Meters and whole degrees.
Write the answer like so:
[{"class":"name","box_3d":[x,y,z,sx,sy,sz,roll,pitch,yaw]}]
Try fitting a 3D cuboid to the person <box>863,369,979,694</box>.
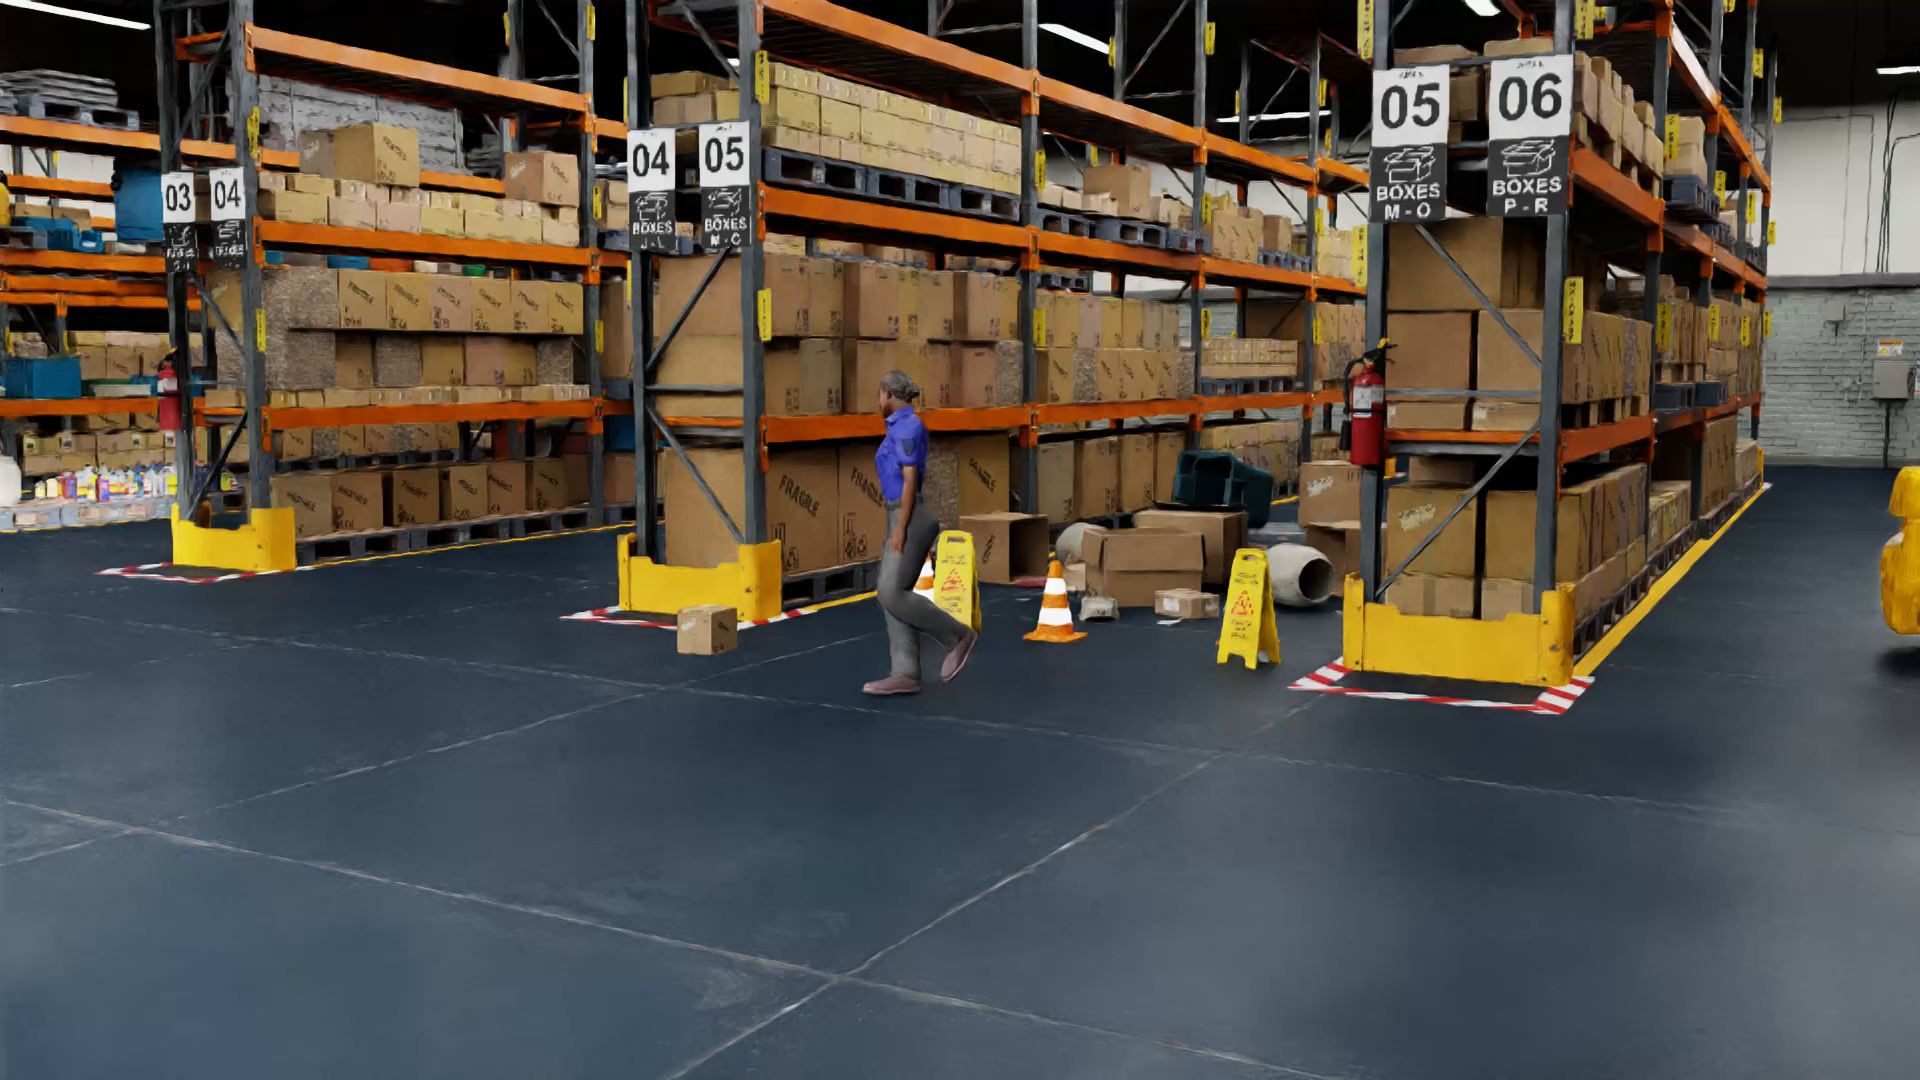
[{"class":"person","box_3d":[-0.216,-0.048,8.428,0.581,1.627,0.515,-1,6,-8]}]
